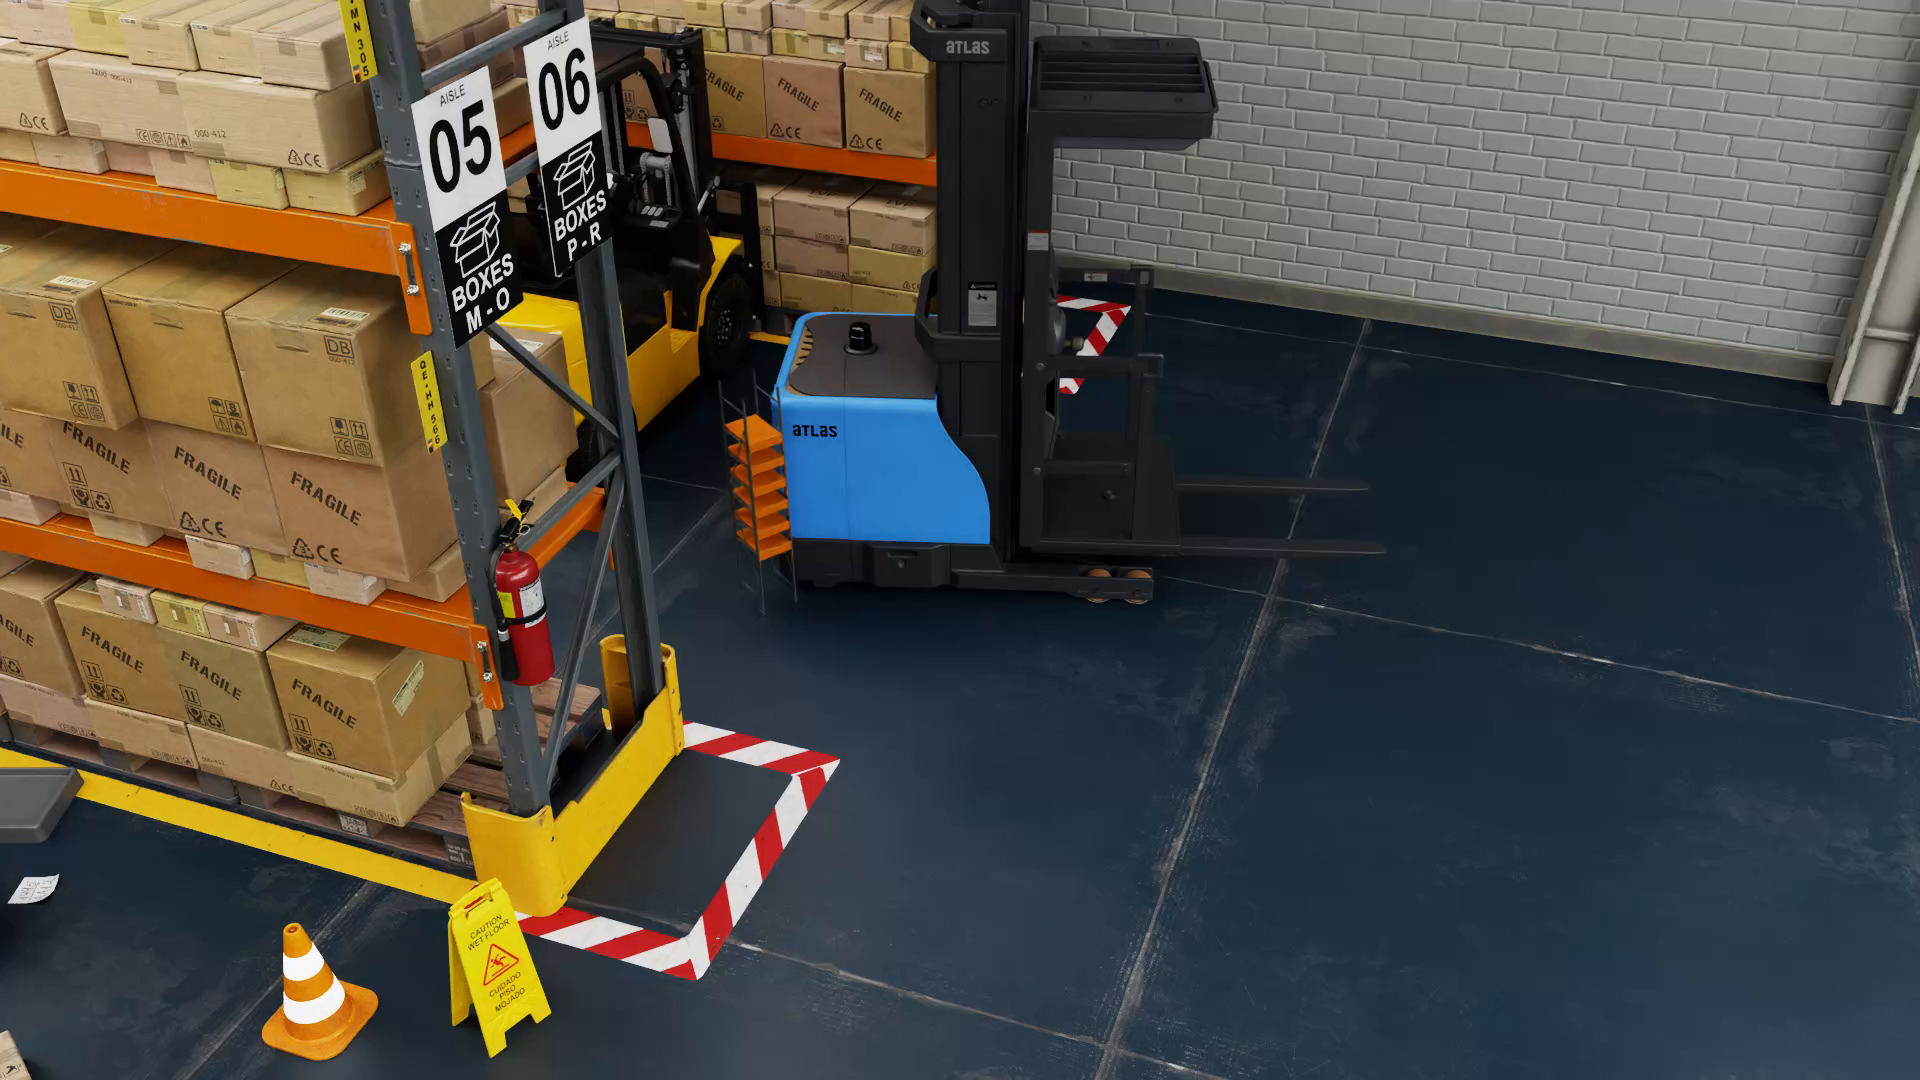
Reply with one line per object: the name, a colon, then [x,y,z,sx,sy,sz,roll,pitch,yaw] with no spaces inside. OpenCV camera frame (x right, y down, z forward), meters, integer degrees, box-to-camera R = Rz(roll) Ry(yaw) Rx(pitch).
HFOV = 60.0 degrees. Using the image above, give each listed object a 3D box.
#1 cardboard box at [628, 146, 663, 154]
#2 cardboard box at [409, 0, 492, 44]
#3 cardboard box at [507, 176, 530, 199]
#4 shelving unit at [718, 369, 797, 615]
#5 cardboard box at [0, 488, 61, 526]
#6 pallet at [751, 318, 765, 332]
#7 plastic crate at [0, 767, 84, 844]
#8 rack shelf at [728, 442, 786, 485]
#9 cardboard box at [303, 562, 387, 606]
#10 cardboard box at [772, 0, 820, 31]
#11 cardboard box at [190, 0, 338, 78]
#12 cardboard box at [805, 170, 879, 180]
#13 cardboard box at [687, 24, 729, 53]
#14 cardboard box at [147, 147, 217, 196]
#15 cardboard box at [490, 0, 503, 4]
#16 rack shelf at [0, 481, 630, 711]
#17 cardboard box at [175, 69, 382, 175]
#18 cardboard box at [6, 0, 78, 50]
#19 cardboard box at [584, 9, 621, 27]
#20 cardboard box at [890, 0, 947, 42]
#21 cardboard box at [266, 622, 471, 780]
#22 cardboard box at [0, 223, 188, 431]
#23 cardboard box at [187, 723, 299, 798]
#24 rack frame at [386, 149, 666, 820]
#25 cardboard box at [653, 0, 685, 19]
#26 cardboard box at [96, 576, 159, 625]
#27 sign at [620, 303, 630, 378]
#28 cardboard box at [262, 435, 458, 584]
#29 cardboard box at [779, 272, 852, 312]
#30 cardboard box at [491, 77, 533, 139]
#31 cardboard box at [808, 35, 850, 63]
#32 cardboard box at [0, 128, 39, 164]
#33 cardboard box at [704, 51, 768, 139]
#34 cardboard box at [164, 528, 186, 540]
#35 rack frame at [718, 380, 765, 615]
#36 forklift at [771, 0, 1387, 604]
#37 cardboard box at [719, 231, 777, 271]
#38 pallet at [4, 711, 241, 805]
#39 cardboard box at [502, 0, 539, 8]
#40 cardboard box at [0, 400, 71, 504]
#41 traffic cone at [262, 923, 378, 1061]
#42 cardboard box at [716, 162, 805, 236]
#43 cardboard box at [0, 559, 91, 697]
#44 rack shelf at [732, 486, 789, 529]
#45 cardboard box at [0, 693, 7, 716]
cardboard box: [-2.097,-2.630,11.284,0.500,0.250,0.500,11,35,17]
cardboard box: [-1.750,-1.756,5.436,0.250,0.149,0.380,11,34,16]
cardboard box: [-2.752,-2.458,11.018,0.500,0.250,0.500,11,34,17]
shelving unit: [-0.965,-0.217,7.976,0.189,1.200,0.258,-22,39,-29]
cardboard box: [-3.614,-0.232,6.575,0.250,0.149,0.380,11,34,16]
pallet: [-1.692,-1.804,11.349,1.213,0.211,1.003,11,34,16]
plastic crate: [-4.049,1.103,6.968,0.583,0.080,0.402,0,33,0]
rack shelf: [-0.968,-0.380,7.869,0.180,0.103,0.258,-22,39,-29]
cardboard box: [-2.185,0.059,6.124,0.250,0.149,0.380,11,34,16]
cardboard box: [-0.929,-3.177,9.941,0.250,0.149,0.380,11,35,17]
cardboard box: [-2.133,-1.565,5.140,0.250,0.149,0.380,12,35,17]
cardboard box: [-0.674,-2.348,10.847,0.500,0.250,0.500,11,34,17]
cardboard box: [-1.450,-3.090,10.080,0.250,0.149,0.380,11,35,17]
cardboard box: [-2.399,-1.269,5.417,0.250,0.149,0.380,12,35,18]
cardboard box: [-2.869,-3.406,10.570,0.250,0.149,0.380,11,34,16]
rack shelf: [-3.367,-0.161,6.897,4.000,0.370,1.077,11,34,16]
cardboard box: [-2.057,-1.376,5.214,0.500,0.250,0.500,11,34,16]
cardboard box: [-2.828,-1.723,5.385,0.250,0.149,0.380,11,34,16]
cardboard box: [-2.173,-3.238,10.309,0.250,0.149,0.380,10,34,15]
cardboard box: [-0.222,-3.030,9.713,0.250,0.149,0.380,11,34,17]
cardboard box: [-2.327,0.553,6.585,0.500,0.500,0.500,11,35,17]
cardboard box: [-3.028,-0.804,5.941,0.500,0.500,0.700,11,34,16]
cardboard box: [-2.821,0.772,6.937,0.500,0.250,0.500,11,34,17]
rack frame: [-1.485,-0.097,6.135,0.127,3.000,1.000,11,34,16]
cardboard box: [-1.668,-3.308,10.143,0.250,0.149,0.380,12,35,17]
cardboard box: [-3.178,0.151,6.610,0.250,0.149,0.380,12,35,19]
sign: [-1.302,-0.738,6.330,0.005,0.325,0.100,11,34,16]
cardboard box: [-2.089,-0.223,5.964,0.500,0.500,0.500,10,34,16]
cardboard box: [-0.827,-1.674,10.726,0.500,0.250,0.500,11,34,16]
cardboard box: [-1.687,-1.478,5.741,0.250,0.149,0.380,11,34,17]
cardboard box: [-0.709,-2.978,9.907,0.250,0.149,0.380,12,35,17]
cardboard box: [-3.111,-1.423,5.655,0.250,0.149,0.380,10,34,15]
cardboard box: [-1.333,-2.824,10.266,0.500,0.500,0.500,10,34,16]
cardboard box: [-2.865,-0.149,6.447,0.250,0.149,0.380,11,35,17]
rack frame: [-1.040,-0.186,7.932,0.006,1.200,0.240,-22,39,-29]
forklift: [0.627,-1.212,7.925,3.031,2.935,1.130,2,33,3]
cardboard box: [-1.339,-1.974,10.729,0.500,0.250,0.500,10,34,15]
pallet: [-3.454,0.669,7.519,1.213,0.211,1.003,11,34,16]
cardboard box: [-2.652,-3.451,10.365,0.250,0.149,0.380,12,35,18]
cardboard box: [-3.499,-0.513,6.412,0.500,0.500,0.500,11,35,17]
traffic cone: [-2.325,1.548,5.925,0.334,0.463,0.336,11,34,16]
cardboard box: [-1.313,-2.177,10.582,0.500,0.250,0.500,11,35,17]
cardboard box: [-3.790,0.268,7.026,0.500,0.500,0.500,13,35,19]
rack shelf: [-0.965,-0.179,8.001,0.180,0.103,0.258,-22,39,-29]
cardboard box: [-4.280,0.487,7.378,0.500,0.250,0.500,13,35,19]
